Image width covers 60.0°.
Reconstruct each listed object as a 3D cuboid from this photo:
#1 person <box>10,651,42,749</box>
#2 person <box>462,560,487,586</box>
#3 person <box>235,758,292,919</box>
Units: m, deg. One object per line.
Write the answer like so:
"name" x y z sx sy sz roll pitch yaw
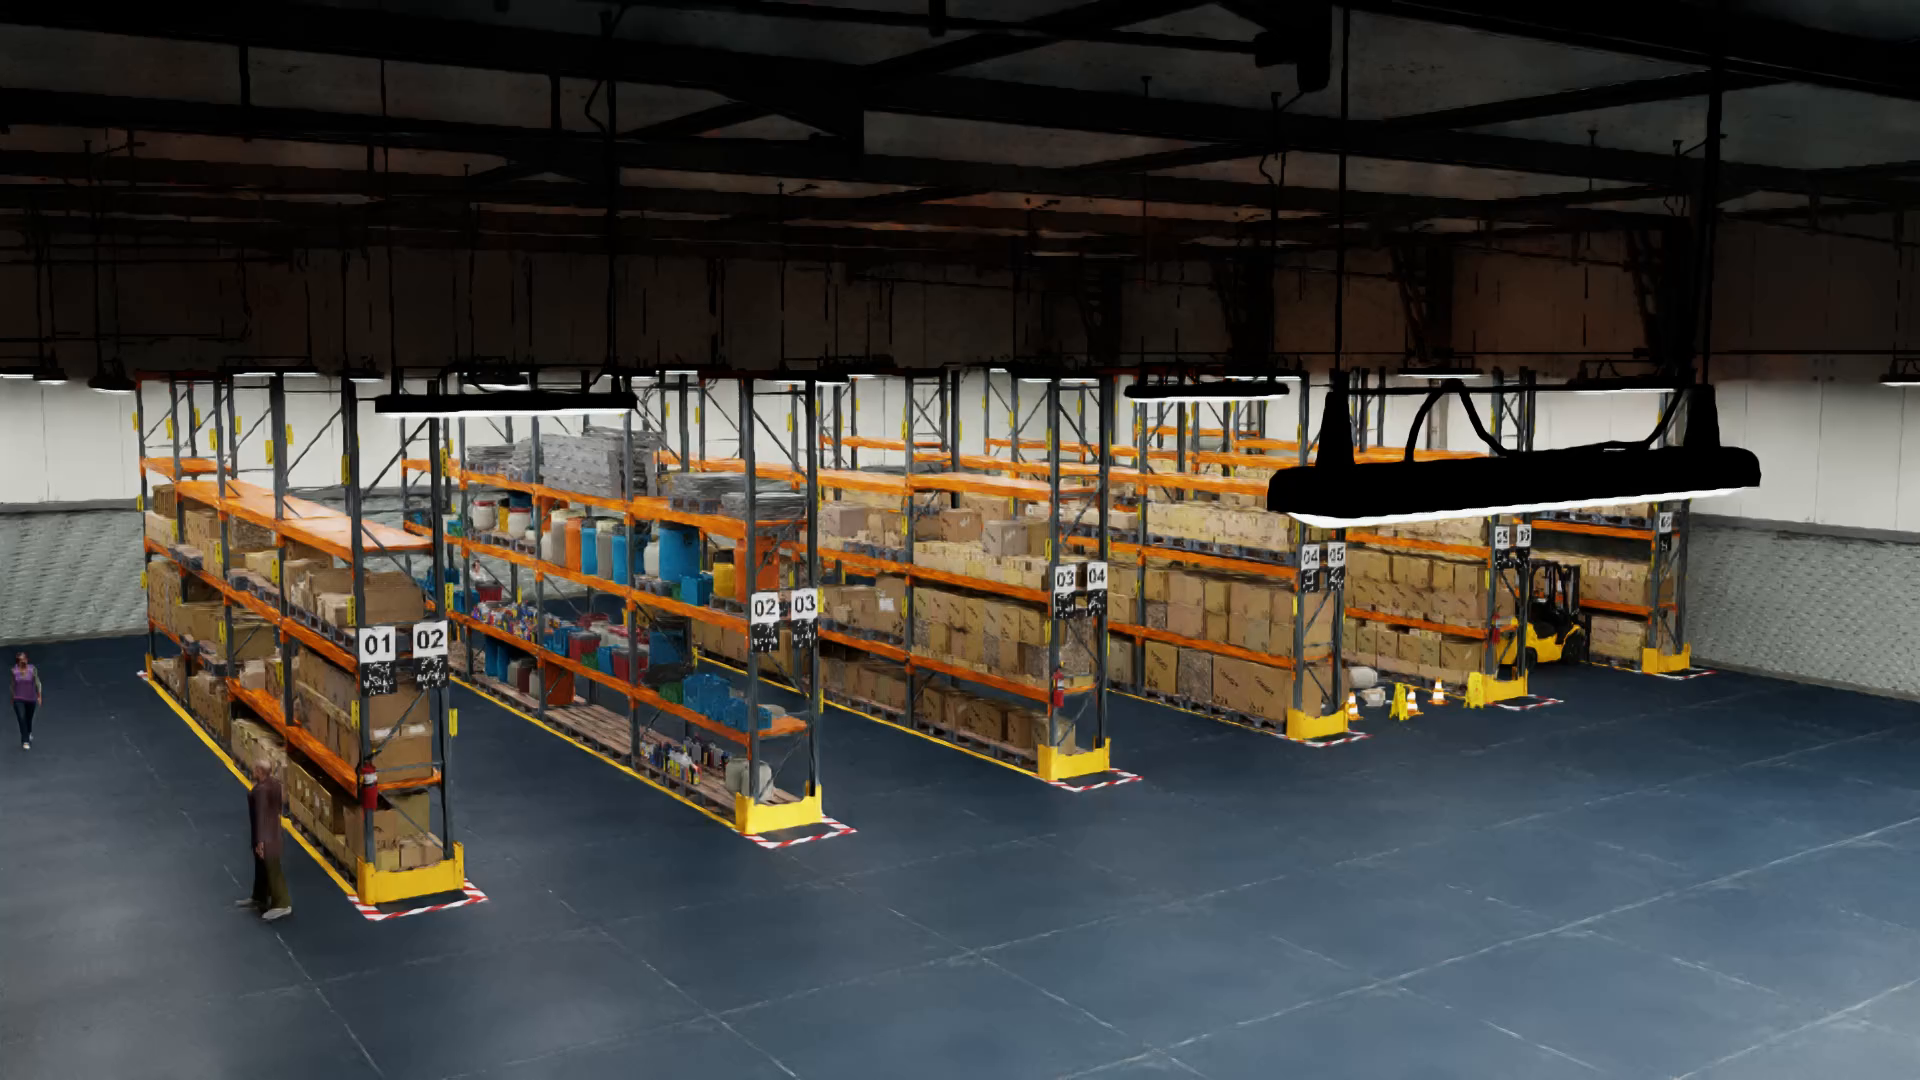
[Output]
"person" -15.039 2.538 26.788 0.430 1.540 0.949 -5 8 -35
"person" -11.289 1.209 38.697 0.566 1.541 0.519 -5 8 -36
"person" -7.889 3.323 18.746 0.672 1.771 0.775 -1 7 -10
